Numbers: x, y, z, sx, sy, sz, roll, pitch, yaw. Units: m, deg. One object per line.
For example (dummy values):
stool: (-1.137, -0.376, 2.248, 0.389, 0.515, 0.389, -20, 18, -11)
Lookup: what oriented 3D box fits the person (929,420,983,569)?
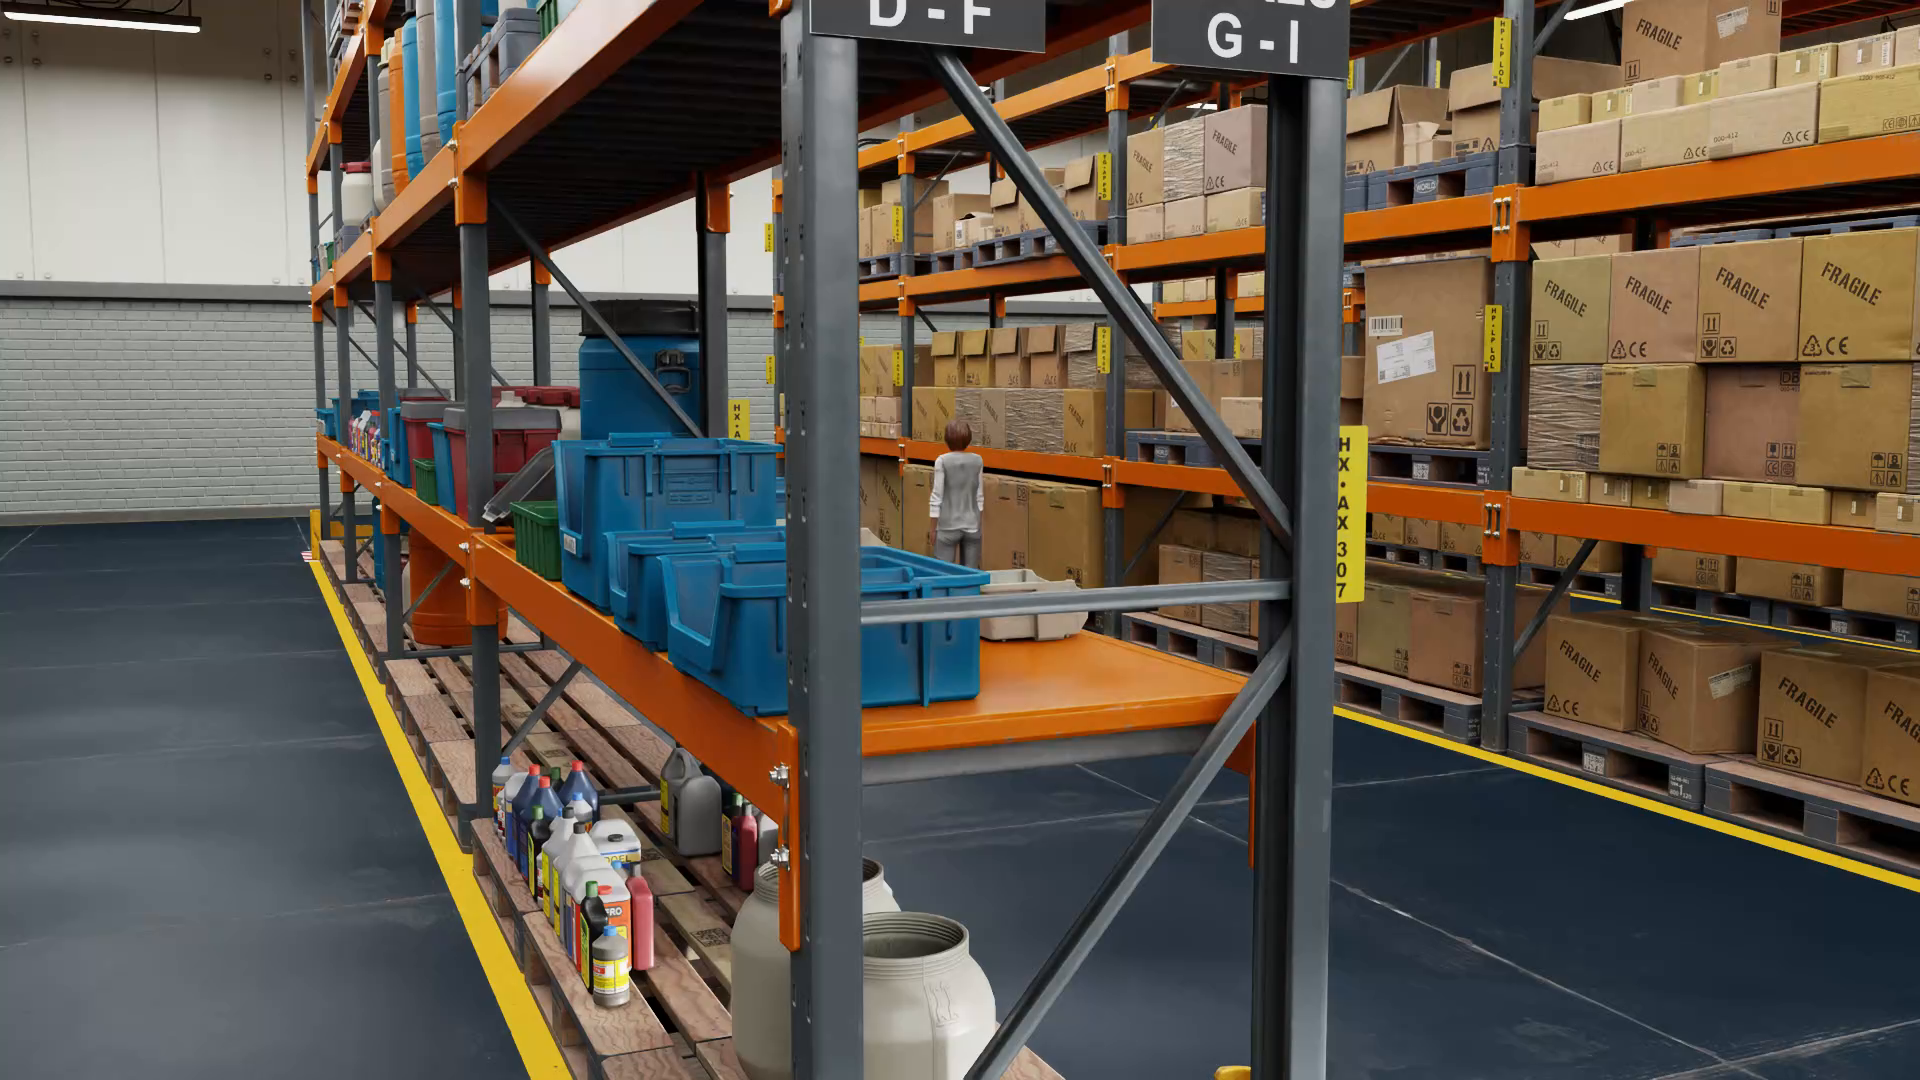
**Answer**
person: (-0.027, -0.055, 11.797, 0.406, 1.594, 0.306, -2, 6, -22)
